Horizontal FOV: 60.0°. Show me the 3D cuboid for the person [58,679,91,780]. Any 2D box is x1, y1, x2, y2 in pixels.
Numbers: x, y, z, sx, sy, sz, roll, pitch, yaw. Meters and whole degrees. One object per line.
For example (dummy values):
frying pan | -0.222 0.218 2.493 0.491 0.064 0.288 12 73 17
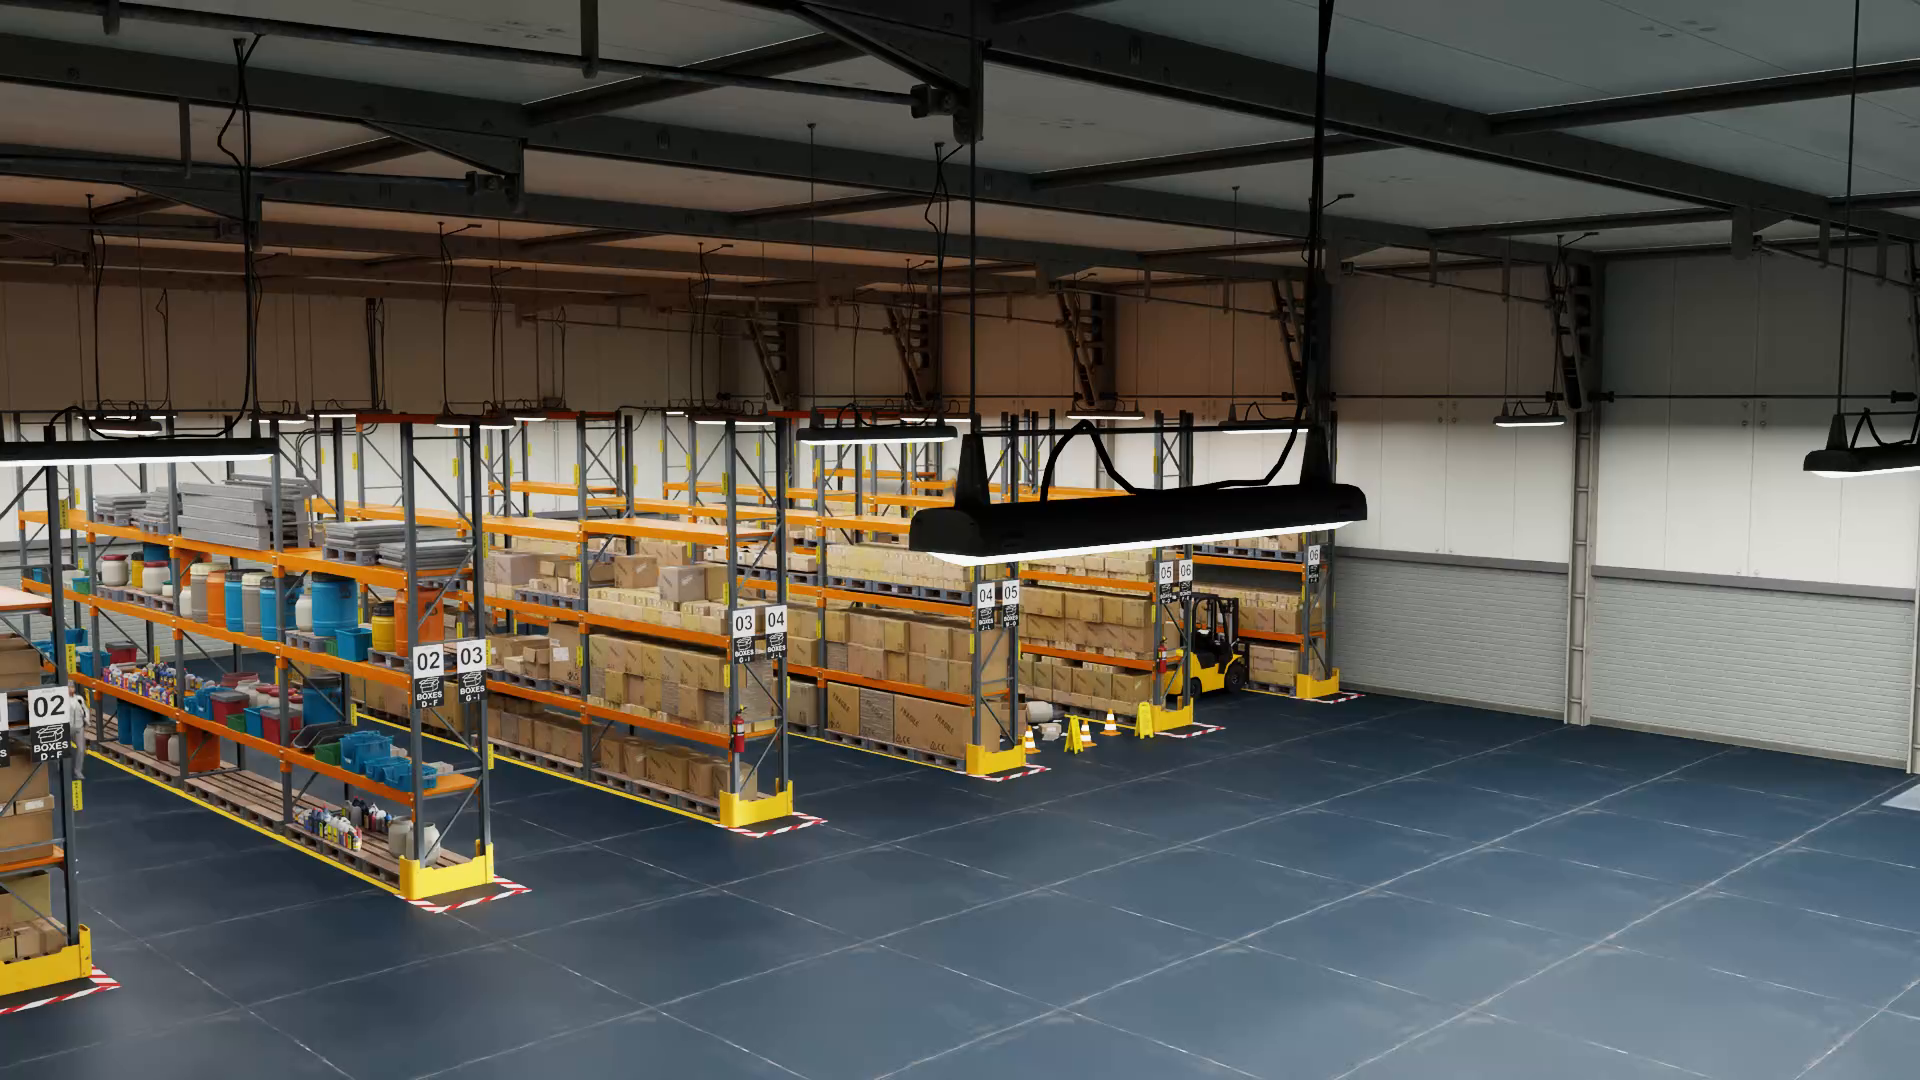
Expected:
person | -14.700 3.112 27.526 0.724 1.654 0.625 5 7 43
